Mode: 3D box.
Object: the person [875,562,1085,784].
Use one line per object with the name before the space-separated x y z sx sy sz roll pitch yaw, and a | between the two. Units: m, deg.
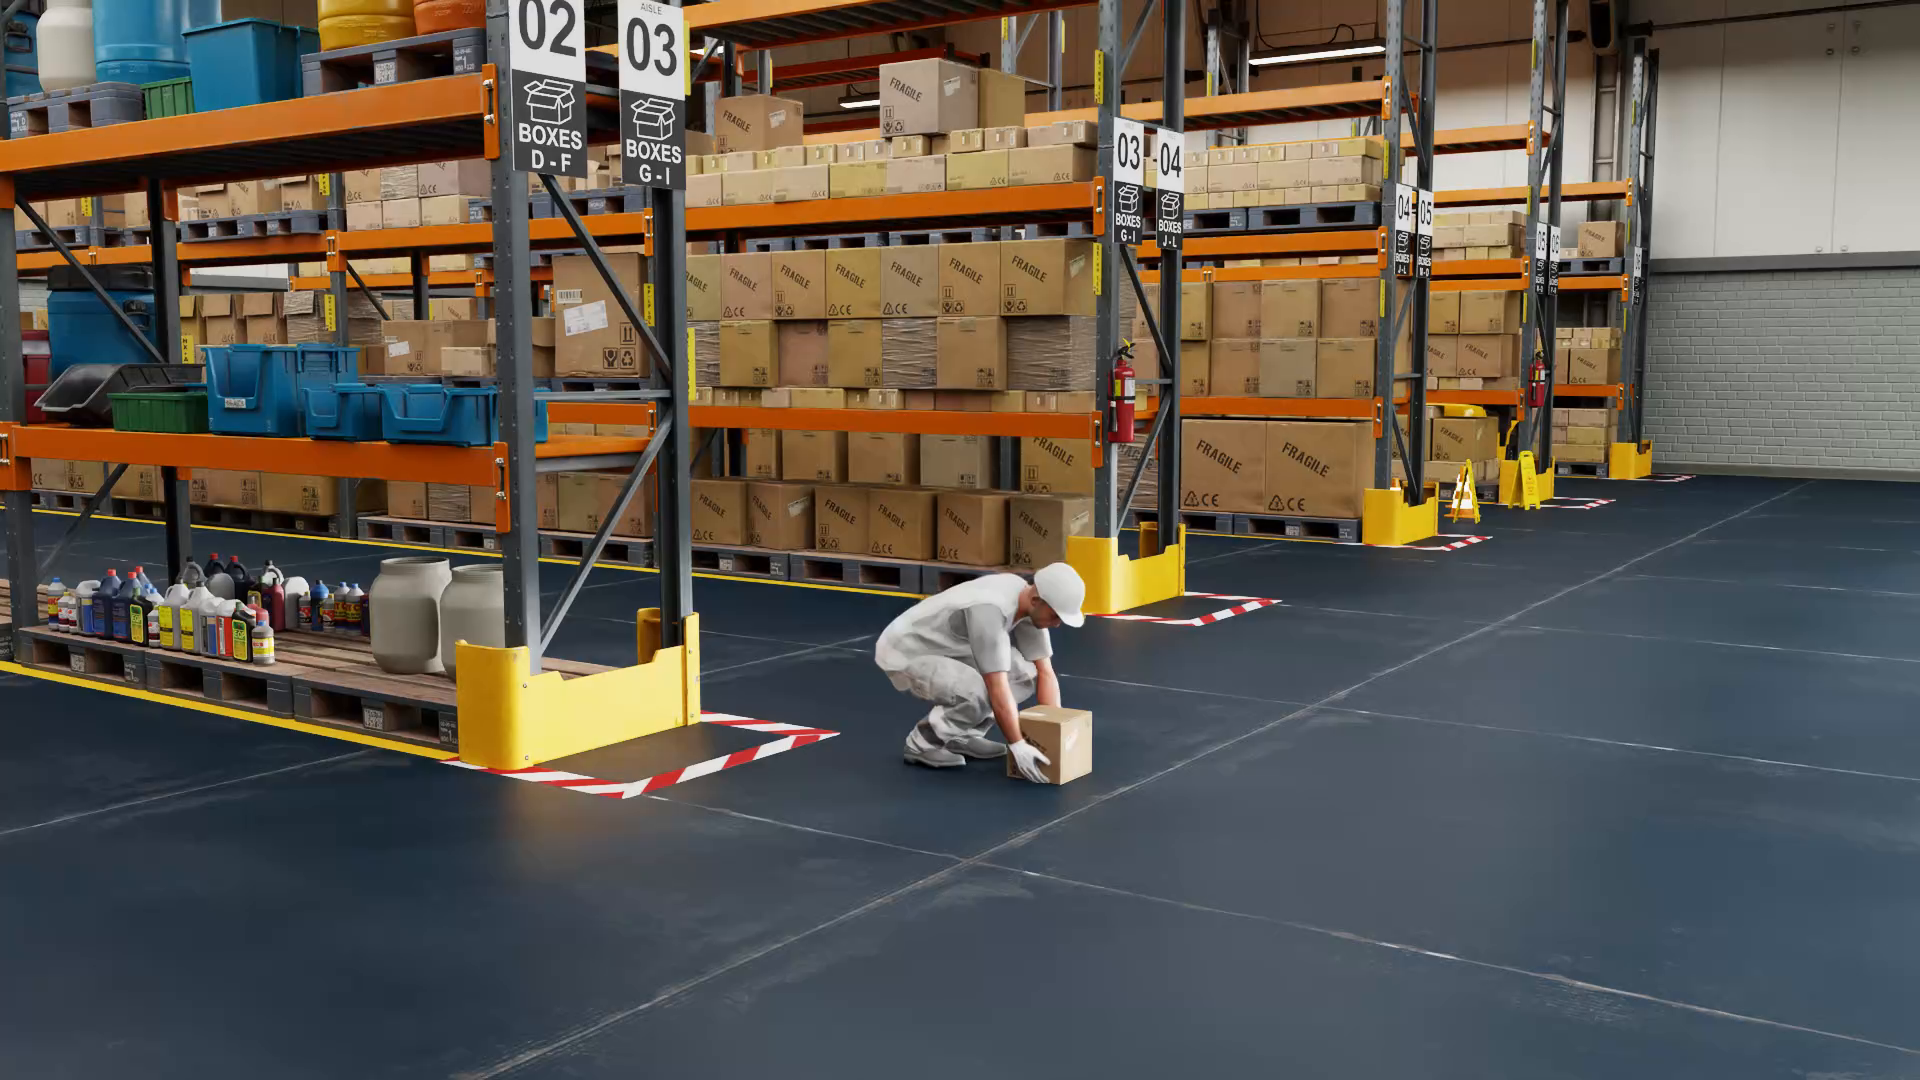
person | 0.092 0.511 6.836 0.891 0.878 0.562 4 7 34
